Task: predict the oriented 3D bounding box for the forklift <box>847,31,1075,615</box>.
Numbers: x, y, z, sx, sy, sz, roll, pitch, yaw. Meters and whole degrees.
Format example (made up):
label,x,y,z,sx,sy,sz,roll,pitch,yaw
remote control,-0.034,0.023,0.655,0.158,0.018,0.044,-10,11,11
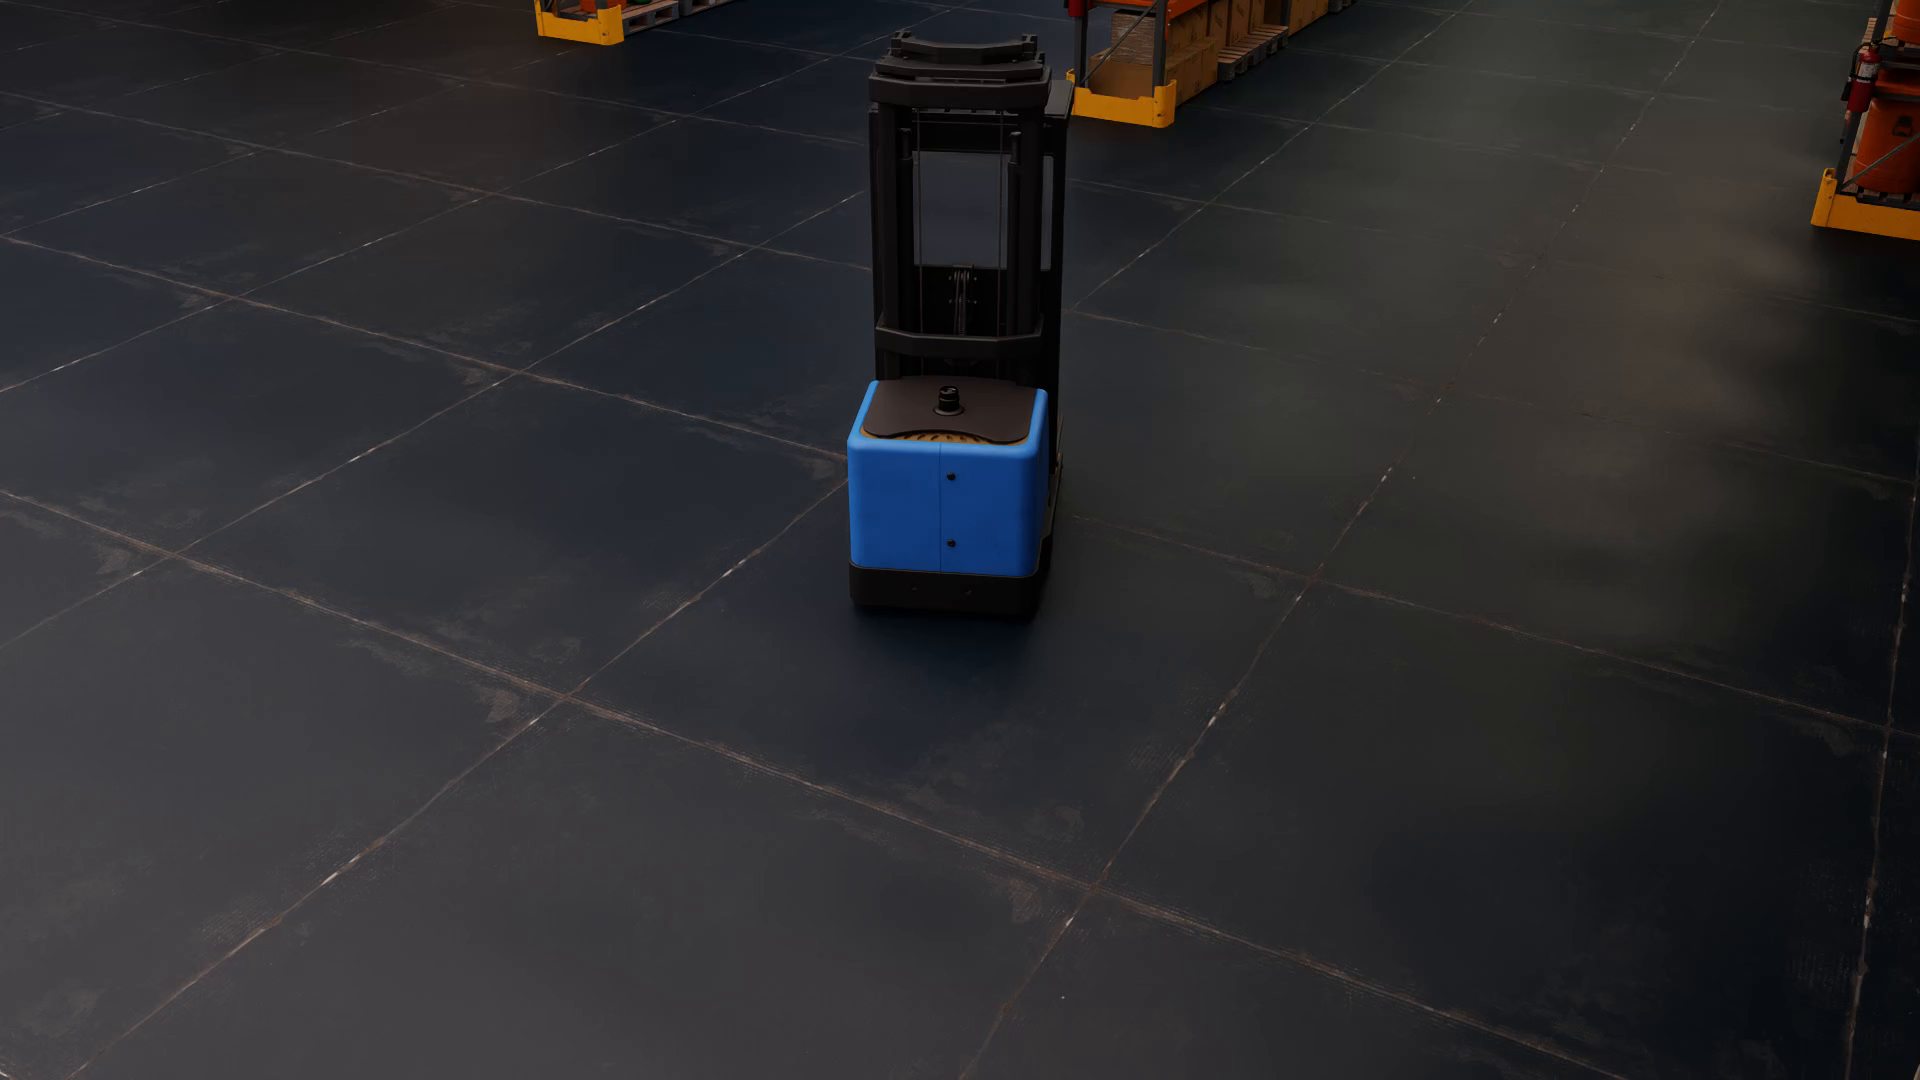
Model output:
label,x,y,z,sx,sy,sz,roll,pitch,yaw
forklift,0.072,-1.572,9.794,1.130,2.935,3.031,3,30,6
